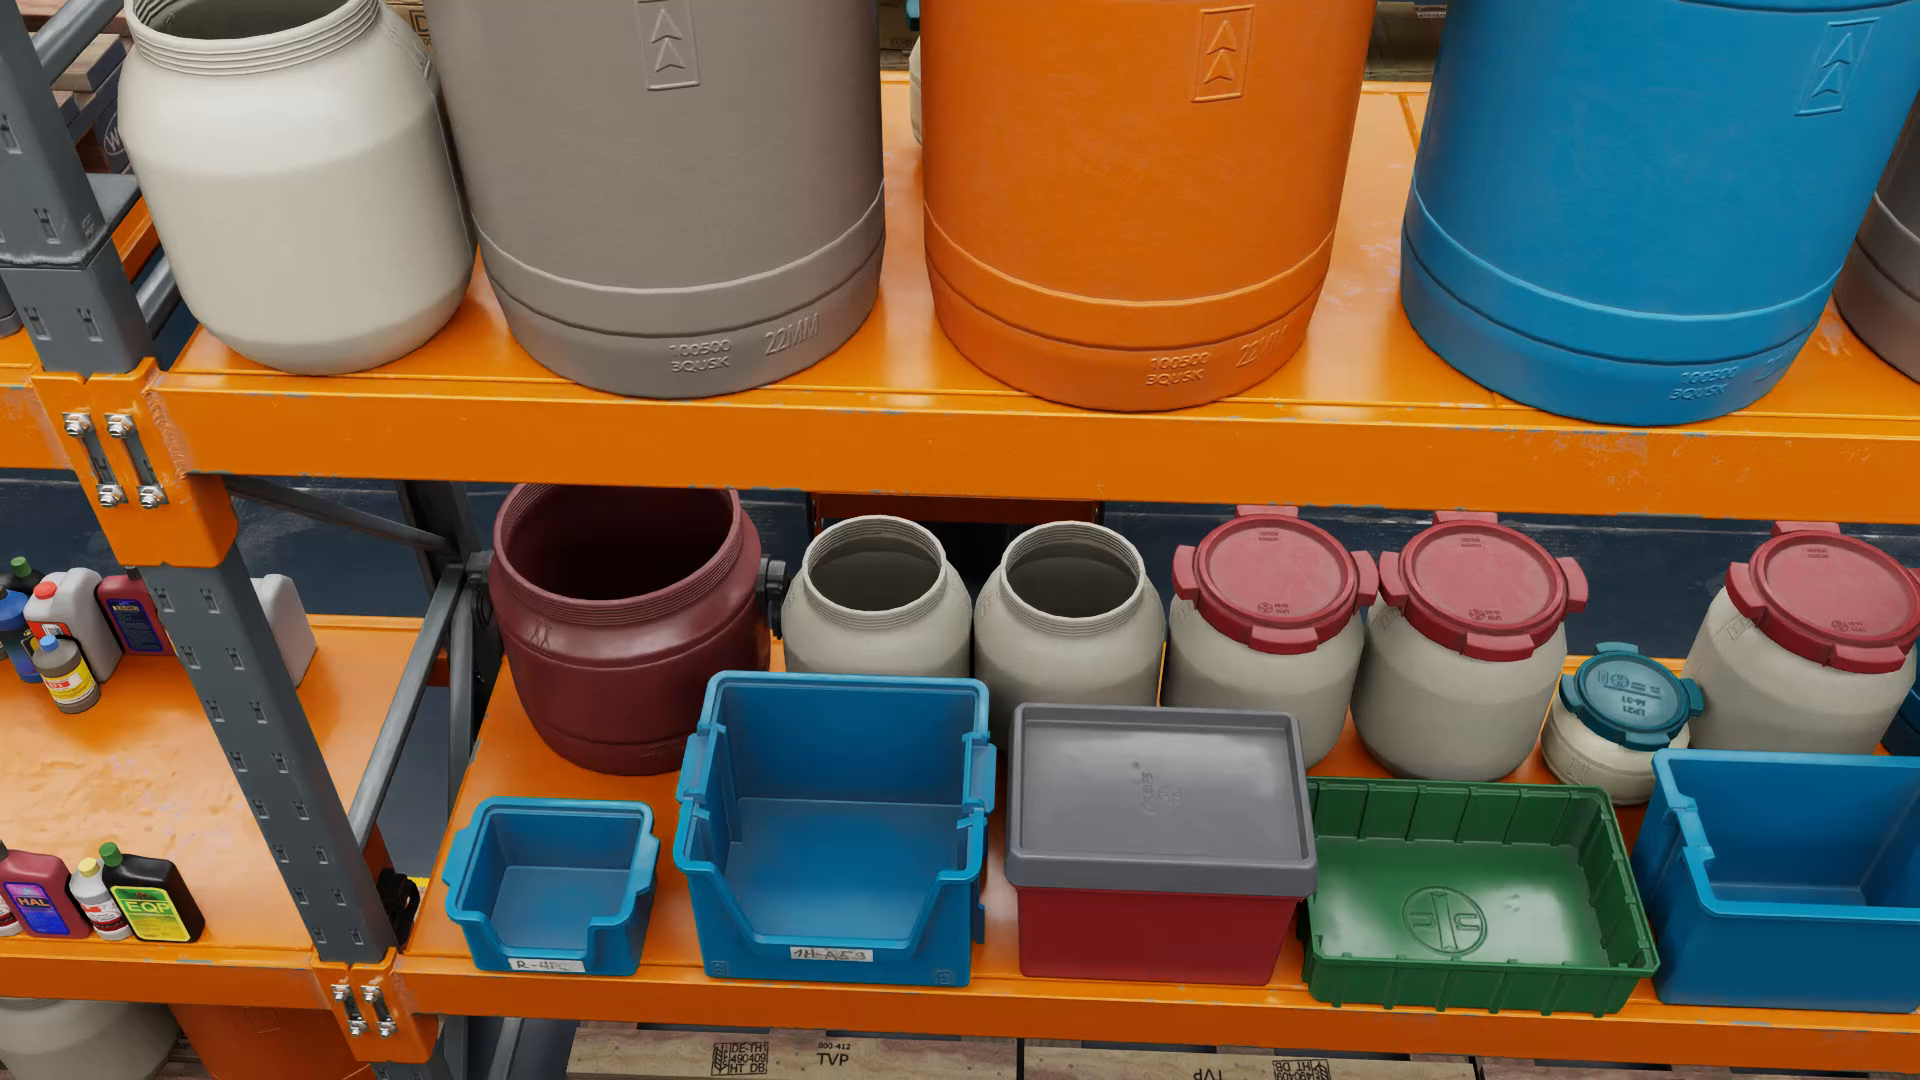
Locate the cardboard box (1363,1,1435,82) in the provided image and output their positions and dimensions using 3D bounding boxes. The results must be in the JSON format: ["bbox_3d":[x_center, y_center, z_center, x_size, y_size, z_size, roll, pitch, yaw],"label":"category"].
[{"bbox_3d":[1.912,-2.165,7.885,0.500,0.500,0.700,2,43,2],"label":"cardboard box"}]

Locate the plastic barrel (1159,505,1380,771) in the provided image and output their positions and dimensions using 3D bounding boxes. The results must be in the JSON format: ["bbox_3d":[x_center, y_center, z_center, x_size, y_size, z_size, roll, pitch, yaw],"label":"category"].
[{"bbox_3d":[0.666,0.250,3.681,0.433,0.535,0.433,0,43,0],"label":"plastic barrel"}]

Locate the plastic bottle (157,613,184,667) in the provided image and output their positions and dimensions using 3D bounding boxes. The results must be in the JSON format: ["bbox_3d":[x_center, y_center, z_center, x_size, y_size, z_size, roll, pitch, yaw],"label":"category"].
[{"bbox_3d":[-1.849,0.206,3.974,0.097,0.201,0.097,0,43,0],"label":"plastic bottle"}]

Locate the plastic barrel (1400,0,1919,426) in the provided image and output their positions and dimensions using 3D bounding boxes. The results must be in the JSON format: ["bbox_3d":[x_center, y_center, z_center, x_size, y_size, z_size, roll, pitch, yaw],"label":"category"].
[{"bbox_3d":[0.952,-0.674,2.205,0.708,0.901,0.600,2,43,2],"label":"plastic barrel"}]

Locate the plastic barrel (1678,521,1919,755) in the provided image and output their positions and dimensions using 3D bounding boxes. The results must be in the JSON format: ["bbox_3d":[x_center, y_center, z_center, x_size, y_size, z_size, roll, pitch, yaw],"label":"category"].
[{"bbox_3d":[1.831,0.286,3.642,0.433,0.535,0.433,0,43,0],"label":"plastic barrel"}]

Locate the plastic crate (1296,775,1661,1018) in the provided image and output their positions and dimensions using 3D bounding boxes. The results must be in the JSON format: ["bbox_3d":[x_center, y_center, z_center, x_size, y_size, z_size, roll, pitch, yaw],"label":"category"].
[{"bbox_3d":[1.024,0.731,3.420,0.662,0.188,0.450,2,43,2],"label":"plastic crate"}]

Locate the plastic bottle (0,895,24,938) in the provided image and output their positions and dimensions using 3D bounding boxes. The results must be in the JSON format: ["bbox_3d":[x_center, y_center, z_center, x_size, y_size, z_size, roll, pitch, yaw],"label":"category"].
[{"bbox_3d":[-1.988,0.720,3.423,0.097,0.201,0.097,0,43,0],"label":"plastic bottle"}]

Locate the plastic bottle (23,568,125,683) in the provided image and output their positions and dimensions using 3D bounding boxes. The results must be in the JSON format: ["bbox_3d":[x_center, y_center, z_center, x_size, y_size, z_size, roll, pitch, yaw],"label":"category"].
[{"bbox_3d":[-2.099,0.190,3.937,0.135,0.276,0.152,2,43,2],"label":"plastic bottle"}]

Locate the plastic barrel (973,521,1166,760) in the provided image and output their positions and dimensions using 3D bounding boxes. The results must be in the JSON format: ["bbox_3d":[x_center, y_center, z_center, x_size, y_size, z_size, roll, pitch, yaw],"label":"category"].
[{"bbox_3d":[0.239,0.250,3.699,0.421,0.512,0.421,0,43,0],"label":"plastic barrel"}]

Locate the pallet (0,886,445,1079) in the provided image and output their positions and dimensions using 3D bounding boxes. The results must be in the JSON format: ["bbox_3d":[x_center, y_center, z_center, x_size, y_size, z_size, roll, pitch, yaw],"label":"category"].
[{"bbox_3d":[-2.009,1.416,4.575,1.213,0.211,1.003,2,43,2],"label":"pallet"}]

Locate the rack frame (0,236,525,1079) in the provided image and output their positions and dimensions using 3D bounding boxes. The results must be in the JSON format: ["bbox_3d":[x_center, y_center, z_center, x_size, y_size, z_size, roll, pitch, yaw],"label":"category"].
[{"bbox_3d":[-1.219,0.392,3.629,0.127,3.000,1.000,2,43,2],"label":"rack frame"}]

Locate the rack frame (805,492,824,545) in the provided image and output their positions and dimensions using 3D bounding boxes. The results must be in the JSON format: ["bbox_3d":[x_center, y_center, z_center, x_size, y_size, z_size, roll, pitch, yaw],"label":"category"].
[{"bbox_3d":[-0.515,-0.427,5.884,0.032,1.125,0.500,2,43,2],"label":"rack frame"}]

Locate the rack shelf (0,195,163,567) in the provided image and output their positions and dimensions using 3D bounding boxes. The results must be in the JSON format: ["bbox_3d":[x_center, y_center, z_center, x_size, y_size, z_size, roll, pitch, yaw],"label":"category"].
[{"bbox_3d":[-3.217,-0.504,2.917,4.000,0.370,1.077,2,43,2],"label":"rack shelf"}]

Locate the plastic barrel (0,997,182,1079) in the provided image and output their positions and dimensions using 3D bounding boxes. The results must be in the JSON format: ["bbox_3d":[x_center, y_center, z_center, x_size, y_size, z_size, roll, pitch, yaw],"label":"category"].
[{"bbox_3d":[-2.277,1.189,4.291,0.421,0.512,0.421,0,43,0],"label":"plastic barrel"}]

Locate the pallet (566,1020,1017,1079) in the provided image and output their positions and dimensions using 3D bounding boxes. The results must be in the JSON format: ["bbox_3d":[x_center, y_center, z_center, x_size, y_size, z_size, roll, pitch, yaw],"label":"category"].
[{"bbox_3d":[-0.447,1.462,4.525,1.213,0.211,1.003,2,43,2],"label":"pallet"}]

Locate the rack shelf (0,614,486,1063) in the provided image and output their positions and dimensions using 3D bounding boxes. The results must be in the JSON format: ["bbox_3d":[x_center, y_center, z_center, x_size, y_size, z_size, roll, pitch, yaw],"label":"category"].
[{"bbox_3d":[-3.217,0.594,3.940,4.000,0.370,1.077,2,43,2],"label":"rack shelf"}]

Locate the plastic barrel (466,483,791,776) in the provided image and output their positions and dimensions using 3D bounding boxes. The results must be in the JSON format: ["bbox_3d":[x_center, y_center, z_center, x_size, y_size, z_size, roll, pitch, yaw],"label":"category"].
[{"bbox_3d":[-0.742,0.150,3.788,0.708,0.536,0.600,2,43,2],"label":"plastic barrel"}]

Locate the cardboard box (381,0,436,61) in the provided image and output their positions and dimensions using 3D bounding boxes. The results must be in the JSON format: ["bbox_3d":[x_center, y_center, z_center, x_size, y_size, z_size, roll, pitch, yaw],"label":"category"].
[{"bbox_3d":[-2.575,-2.425,7.903,0.875,0.875,1.225,2,43,2],"label":"cardboard box"}]

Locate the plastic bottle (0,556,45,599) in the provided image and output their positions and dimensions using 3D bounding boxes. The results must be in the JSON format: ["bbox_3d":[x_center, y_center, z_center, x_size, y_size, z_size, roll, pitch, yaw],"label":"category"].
[{"bbox_3d":[-2.231,0.152,3.972,0.133,0.283,0.061,2,43,2],"label":"plastic bottle"}]

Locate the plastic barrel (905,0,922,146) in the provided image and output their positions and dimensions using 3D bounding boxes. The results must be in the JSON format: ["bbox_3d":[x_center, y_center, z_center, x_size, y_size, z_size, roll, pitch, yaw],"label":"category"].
[{"bbox_3d":[0.062,-0.775,2.782,0.301,0.262,0.301,0,43,0],"label":"plastic barrel"}]

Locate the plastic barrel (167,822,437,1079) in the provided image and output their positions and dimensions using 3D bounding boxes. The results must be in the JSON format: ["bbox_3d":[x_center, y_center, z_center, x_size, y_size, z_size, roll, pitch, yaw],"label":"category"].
[{"bbox_3d":[-1.709,1.029,4.229,0.708,0.830,0.600,2,43,2],"label":"plastic barrel"}]

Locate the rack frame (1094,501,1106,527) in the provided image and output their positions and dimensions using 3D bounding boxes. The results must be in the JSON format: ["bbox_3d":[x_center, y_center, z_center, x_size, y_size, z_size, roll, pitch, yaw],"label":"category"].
[{"bbox_3d":[0.501,-0.396,5.850,0.032,1.125,0.500,2,43,2],"label":"rack frame"}]

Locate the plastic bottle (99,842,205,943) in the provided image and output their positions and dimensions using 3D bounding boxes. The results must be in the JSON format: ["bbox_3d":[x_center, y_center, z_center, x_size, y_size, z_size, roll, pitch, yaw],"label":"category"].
[{"bbox_3d":[-1.643,0.713,3.370,0.133,0.283,0.061,2,43,2],"label":"plastic bottle"}]

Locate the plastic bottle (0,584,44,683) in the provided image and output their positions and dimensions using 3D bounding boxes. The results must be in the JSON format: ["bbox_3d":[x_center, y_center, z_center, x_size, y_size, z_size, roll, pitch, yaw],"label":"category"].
[{"bbox_3d":[-2.217,0.211,3.918,0.097,0.271,0.097,0,43,0],"label":"plastic bottle"}]

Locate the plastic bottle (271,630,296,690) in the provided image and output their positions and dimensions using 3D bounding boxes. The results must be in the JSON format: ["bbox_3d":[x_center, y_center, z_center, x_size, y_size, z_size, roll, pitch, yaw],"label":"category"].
[{"bbox_3d":[-1.644,0.307,3.810,0.135,0.276,0.152,2,43,2],"label":"plastic bottle"}]

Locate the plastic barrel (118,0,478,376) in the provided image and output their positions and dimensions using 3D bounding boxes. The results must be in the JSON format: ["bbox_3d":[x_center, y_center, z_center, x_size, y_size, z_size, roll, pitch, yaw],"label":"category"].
[{"bbox_3d":[-0.923,-0.528,2.334,0.421,0.512,0.421,0,43,0],"label":"plastic barrel"}]

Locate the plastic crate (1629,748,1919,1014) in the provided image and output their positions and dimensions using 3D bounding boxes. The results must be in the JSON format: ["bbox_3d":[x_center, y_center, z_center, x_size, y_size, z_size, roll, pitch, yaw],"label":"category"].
[{"bbox_3d":[1.661,0.699,3.311,0.575,0.384,0.392,2,43,2],"label":"plastic crate"}]

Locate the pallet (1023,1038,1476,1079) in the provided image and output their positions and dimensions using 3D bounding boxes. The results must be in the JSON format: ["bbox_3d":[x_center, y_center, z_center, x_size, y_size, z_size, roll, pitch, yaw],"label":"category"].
[{"bbox_3d":[0.768,1.502,4.483,1.213,0.211,1.003,2,43,2],"label":"pallet"}]

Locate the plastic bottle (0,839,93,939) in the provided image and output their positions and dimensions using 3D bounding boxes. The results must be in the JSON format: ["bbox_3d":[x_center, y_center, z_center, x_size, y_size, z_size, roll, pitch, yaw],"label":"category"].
[{"bbox_3d":[-1.873,0.706,3.378,0.133,0.283,0.061,2,43,2],"label":"plastic bottle"}]

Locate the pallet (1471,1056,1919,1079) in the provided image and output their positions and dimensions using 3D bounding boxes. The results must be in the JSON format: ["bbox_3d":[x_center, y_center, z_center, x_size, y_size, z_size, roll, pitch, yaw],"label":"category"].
[{"bbox_3d":[1.990,1.537,4.445,1.213,0.211,1.003,2,43,2],"label":"pallet"}]

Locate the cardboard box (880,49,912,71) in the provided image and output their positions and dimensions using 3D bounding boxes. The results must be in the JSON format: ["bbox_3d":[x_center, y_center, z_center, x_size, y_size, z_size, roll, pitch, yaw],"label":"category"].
[{"bbox_3d":[-0.326,-2.220,7.944,0.500,0.500,0.700,0,43,0],"label":"cardboard box"}]

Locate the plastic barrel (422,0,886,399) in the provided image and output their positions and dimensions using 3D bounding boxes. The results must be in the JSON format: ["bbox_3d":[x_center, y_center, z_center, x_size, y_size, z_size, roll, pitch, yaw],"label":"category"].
[{"bbox_3d":[-0.409,-0.716,2.250,0.600,0.901,0.600,0,43,0],"label":"plastic barrel"}]

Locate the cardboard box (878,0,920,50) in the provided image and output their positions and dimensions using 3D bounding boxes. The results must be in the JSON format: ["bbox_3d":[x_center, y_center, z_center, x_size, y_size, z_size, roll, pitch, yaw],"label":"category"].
[{"bbox_3d":[-0.326,-2.501,7.695,0.500,0.250,0.500,3,43,4],"label":"cardboard box"}]

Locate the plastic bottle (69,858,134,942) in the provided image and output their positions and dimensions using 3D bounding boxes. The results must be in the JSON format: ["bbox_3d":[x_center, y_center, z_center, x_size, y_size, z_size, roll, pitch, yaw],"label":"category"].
[{"bbox_3d":[-1.757,0.727,3.415,0.097,0.201,0.097,0,43,0],"label":"plastic bottle"}]

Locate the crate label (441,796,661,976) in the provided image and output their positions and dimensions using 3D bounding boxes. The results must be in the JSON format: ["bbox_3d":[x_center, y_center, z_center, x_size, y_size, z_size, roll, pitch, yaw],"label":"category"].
[{"bbox_3d":[-0.815,0.721,3.398,0.416,0.233,0.303,2,43,2],"label":"crate label"}]

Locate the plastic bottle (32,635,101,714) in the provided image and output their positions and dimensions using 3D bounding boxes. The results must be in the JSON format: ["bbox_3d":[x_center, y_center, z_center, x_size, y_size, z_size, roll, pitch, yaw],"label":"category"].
[{"bbox_3d":[-2.086,0.303,3.870,0.097,0.201,0.097,0,43,0],"label":"plastic bottle"}]

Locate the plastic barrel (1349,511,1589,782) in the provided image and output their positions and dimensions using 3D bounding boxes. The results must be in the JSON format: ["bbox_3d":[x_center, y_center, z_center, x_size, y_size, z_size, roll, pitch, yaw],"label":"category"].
[{"bbox_3d":[1.098,0.264,3.667,0.433,0.535,0.433,0,43,0],"label":"plastic barrel"}]

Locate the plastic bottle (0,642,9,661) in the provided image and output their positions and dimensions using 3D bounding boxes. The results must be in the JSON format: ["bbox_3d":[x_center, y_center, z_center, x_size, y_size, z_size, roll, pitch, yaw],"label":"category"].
[{"bbox_3d":[-2.347,0.191,3.990,0.097,0.201,0.097,0,43,0],"label":"plastic bottle"}]

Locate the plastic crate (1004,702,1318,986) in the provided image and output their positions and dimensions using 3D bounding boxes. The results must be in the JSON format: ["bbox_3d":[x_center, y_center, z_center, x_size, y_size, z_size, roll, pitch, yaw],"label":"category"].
[{"bbox_3d":[0.381,0.626,3.330,0.583,0.464,0.402,2,43,2],"label":"plastic crate"}]

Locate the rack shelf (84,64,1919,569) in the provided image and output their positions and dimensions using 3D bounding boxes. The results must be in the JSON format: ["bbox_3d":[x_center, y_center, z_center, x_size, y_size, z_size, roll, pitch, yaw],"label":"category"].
[{"bbox_3d":[0.779,-0.381,2.786,4.000,0.370,1.077,2,43,2],"label":"rack shelf"}]

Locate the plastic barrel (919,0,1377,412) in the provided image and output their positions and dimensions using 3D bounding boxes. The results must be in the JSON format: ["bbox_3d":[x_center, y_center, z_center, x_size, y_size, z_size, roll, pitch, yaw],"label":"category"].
[{"bbox_3d":[0.245,-0.670,2.253,0.708,0.830,0.600,2,43,2],"label":"plastic barrel"}]

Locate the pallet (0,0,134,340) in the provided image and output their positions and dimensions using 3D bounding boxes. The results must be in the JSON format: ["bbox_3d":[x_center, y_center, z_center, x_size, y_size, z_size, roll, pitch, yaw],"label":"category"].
[{"bbox_3d":[-1.979,-0.727,2.767,1.213,0.211,1.003,2,43,2],"label":"pallet"}]

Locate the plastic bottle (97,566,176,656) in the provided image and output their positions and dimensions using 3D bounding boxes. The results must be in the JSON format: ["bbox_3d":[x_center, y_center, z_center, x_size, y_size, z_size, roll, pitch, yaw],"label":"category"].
[{"bbox_3d":[-1.963,0.160,3.963,0.133,0.283,0.061,2,43,2],"label":"plastic bottle"}]

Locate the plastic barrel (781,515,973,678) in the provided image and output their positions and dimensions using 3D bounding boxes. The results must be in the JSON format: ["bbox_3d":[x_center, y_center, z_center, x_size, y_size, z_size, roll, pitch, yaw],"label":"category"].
[{"bbox_3d":[-0.182,0.237,3.713,0.421,0.512,0.421,0,43,0],"label":"plastic barrel"}]

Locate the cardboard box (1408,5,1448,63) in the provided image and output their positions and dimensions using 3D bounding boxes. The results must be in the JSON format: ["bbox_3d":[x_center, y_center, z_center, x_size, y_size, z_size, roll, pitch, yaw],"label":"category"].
[{"bbox_3d":[2.387,-2.138,7.855,0.500,0.500,0.700,-1,43,-1],"label":"cardboard box"}]

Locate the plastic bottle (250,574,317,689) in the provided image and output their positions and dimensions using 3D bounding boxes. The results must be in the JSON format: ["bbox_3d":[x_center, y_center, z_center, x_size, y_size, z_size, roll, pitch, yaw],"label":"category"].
[{"bbox_3d":[-1.637,0.204,3.922,0.135,0.276,0.152,2,43,2],"label":"plastic bottle"}]

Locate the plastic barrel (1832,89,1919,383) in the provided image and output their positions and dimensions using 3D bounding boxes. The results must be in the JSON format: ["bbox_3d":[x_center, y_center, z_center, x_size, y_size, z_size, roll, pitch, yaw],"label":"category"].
[{"bbox_3d":[1.605,-0.654,2.183,0.600,0.901,0.600,0,43,0],"label":"plastic barrel"}]

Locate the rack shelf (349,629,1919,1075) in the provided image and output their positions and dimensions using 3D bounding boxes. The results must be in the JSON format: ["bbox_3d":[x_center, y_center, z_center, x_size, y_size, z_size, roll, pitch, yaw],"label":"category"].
[{"bbox_3d":[0.779,0.717,3.808,4.000,0.370,1.077,2,43,2],"label":"rack shelf"}]

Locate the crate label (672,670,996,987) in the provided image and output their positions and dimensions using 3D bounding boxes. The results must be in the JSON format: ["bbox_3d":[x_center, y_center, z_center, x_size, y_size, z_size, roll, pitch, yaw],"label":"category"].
[{"bbox_3d":[-0.239,0.594,3.386,0.616,0.435,0.502,2,43,2],"label":"crate label"}]

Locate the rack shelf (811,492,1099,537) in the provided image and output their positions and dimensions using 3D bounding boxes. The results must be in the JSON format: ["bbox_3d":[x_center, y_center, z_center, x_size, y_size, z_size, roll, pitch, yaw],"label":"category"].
[{"bbox_3d":[-0.007,-0.233,6.033,1.000,0.278,0.538,2,43,2],"label":"rack shelf"}]

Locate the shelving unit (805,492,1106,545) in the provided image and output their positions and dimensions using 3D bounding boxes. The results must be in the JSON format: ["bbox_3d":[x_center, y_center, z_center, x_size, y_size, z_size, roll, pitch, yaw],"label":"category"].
[{"bbox_3d":[-0.007,-0.412,5.867,1.048,1.125,0.538,2,43,2],"label":"shelving unit"}]

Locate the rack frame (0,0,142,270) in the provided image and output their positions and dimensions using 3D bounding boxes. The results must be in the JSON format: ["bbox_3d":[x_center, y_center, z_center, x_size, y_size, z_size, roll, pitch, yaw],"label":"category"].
[{"bbox_3d":[-1.219,-1.803,1.584,0.127,3.000,1.000,2,43,2],"label":"rack frame"}]

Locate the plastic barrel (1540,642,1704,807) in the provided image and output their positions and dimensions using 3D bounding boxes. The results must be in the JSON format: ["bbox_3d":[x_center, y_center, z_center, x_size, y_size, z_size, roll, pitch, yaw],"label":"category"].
[{"bbox_3d":[1.461,0.420,3.700,0.301,0.262,0.301,0,43,0],"label":"plastic barrel"}]

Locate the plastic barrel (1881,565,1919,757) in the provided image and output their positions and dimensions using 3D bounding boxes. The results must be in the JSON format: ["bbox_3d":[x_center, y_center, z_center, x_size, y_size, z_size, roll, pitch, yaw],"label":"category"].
[{"bbox_3d":[2.404,0.113,3.560,0.708,0.901,0.600,2,43,2],"label":"plastic barrel"}]
